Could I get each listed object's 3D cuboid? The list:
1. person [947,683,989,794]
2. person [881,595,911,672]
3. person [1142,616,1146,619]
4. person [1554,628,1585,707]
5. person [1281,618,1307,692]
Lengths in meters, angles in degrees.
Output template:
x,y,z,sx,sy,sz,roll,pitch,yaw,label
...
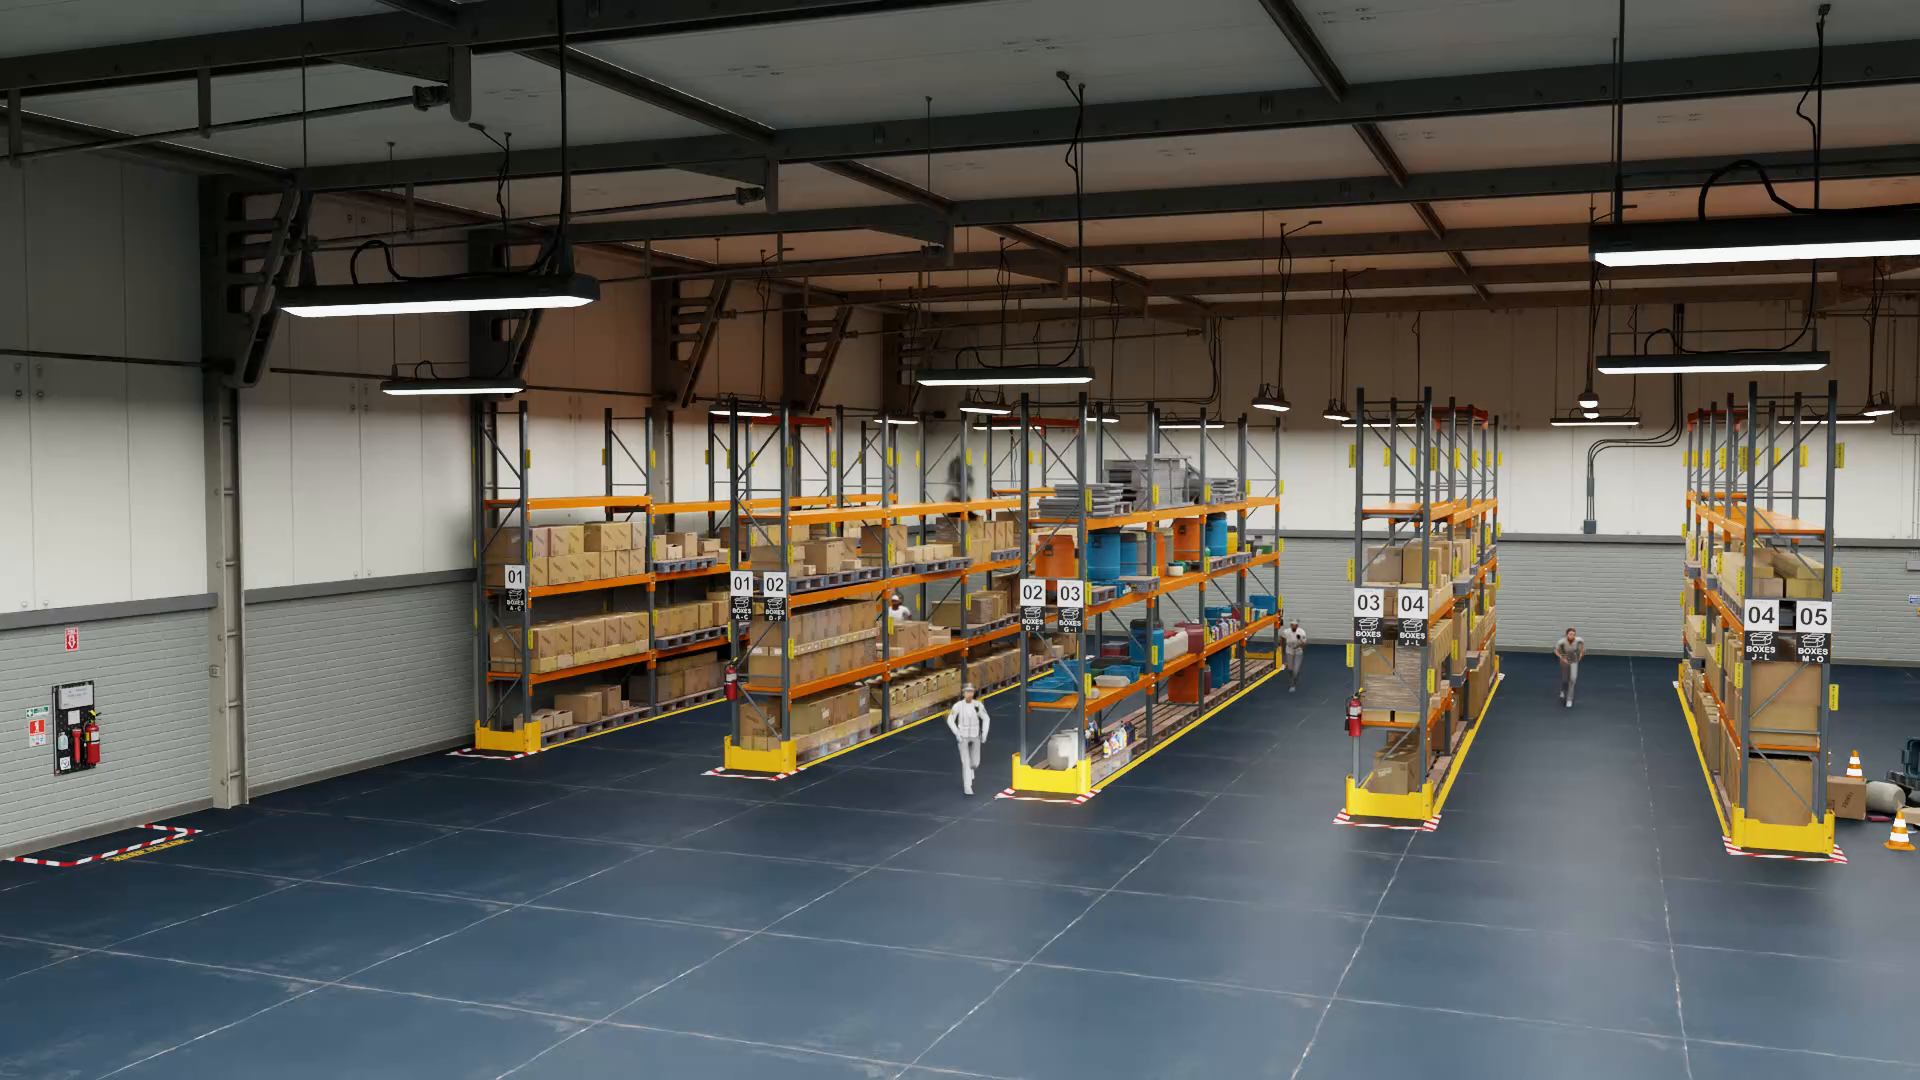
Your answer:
x,y,z,sx,sy,sz,roll,pitch,yaw,label
0.125,2.963,25.074,0.654,1.663,0.566,0,3,-10,person
-1.542,2.214,39.432,0.675,1.823,0.772,1,3,14,person
4.040,2.438,36.408,0.504,1.553,0.690,1,3,17,person
12.440,2.572,34.020,0.601,1.617,1.005,0,3,7,person
7.179,2.470,35.786,0.562,1.614,0.675,1,3,14,person
